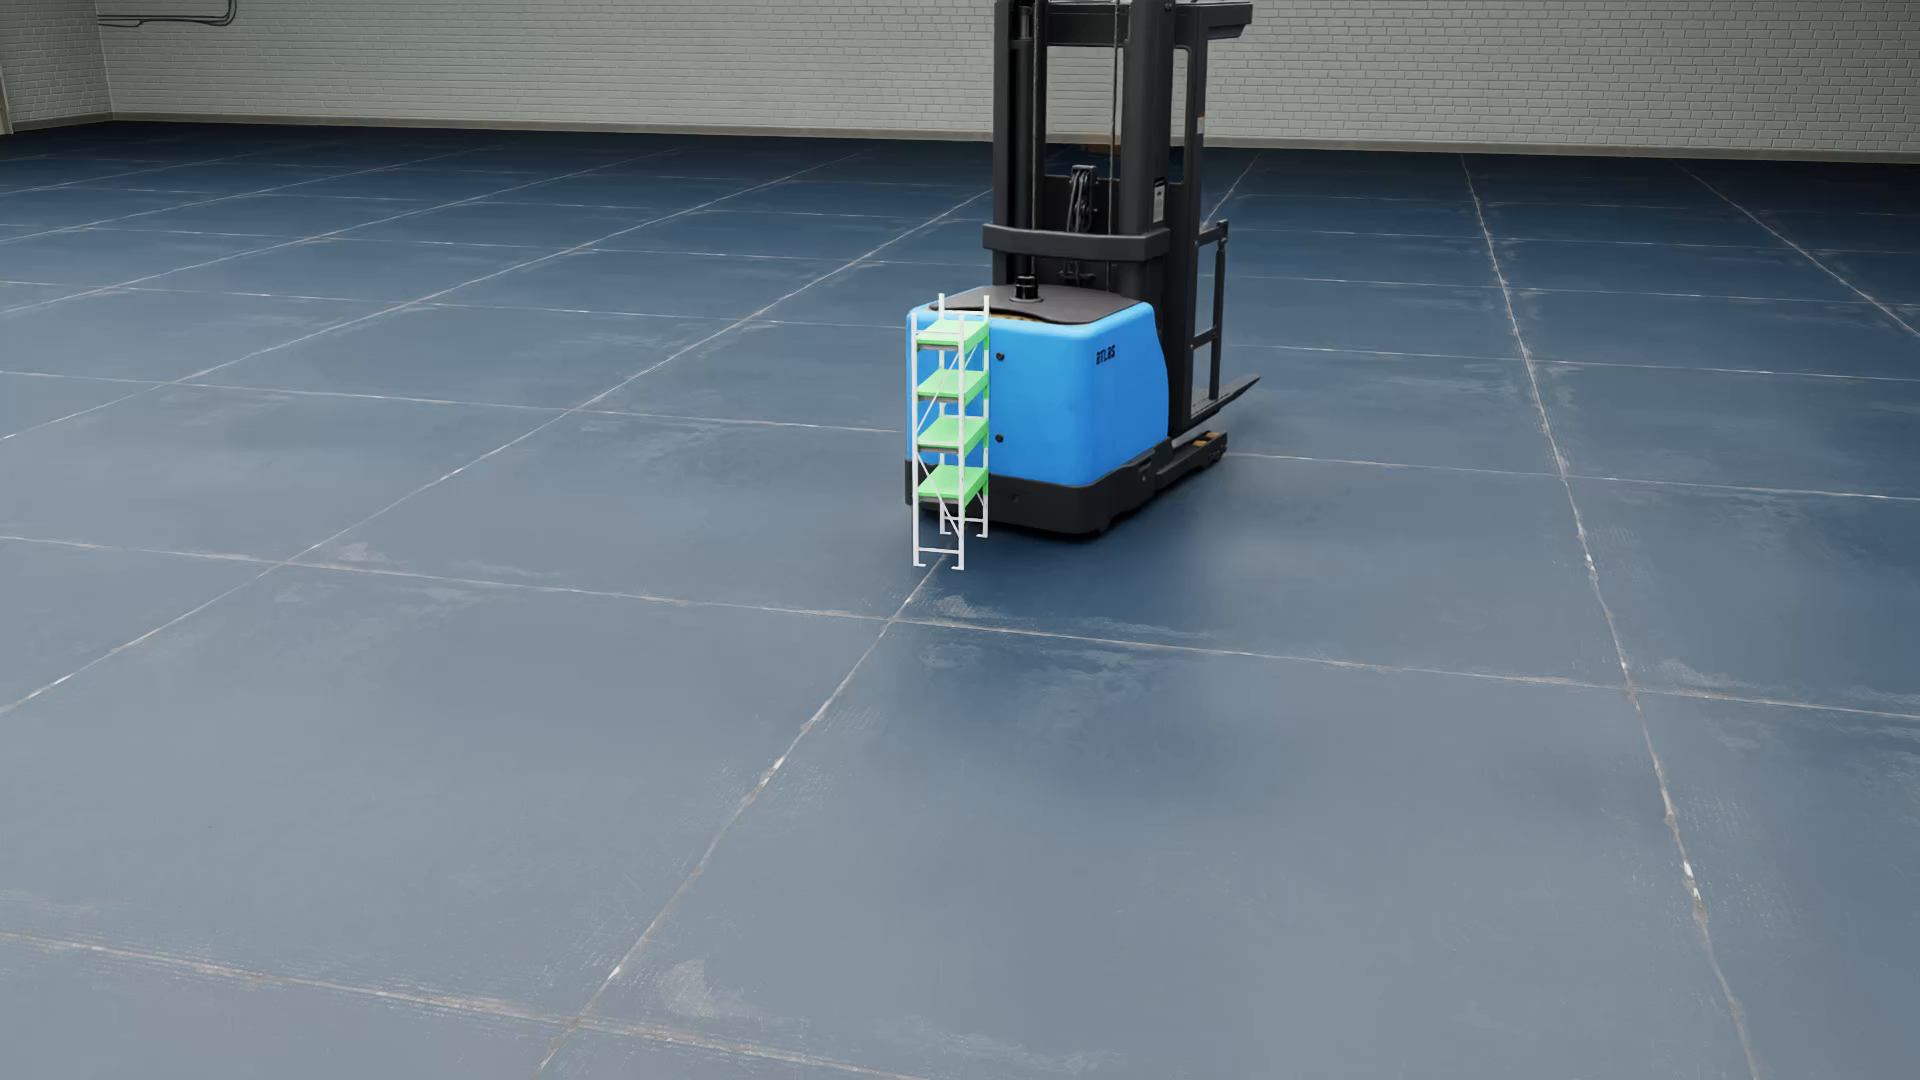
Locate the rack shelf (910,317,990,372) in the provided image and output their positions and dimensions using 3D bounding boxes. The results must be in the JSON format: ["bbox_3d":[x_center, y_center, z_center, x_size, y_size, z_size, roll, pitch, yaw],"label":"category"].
[{"bbox_3d":[-0.040,-0.910,7.707,0.258,0.148,0.480,5,19,13],"label":"rack shelf"}]

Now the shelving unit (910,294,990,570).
[{"bbox_3d":[-0.040,-0.516,7.842,0.258,1.200,0.503,5,19,13],"label":"shelving unit"}]

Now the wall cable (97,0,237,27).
[{"bbox_3d":[-14.562,-10.586,30.062,3.097,2.526,0.112,5,19,13],"label":"wall cable"}]

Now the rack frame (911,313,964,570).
[{"bbox_3d":[-0.100,-0.439,7.618,0.240,1.200,0.015,5,19,13],"label":"rack frame"}]

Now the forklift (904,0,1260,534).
[{"bbox_3d":[0.874,-1.845,9.054,1.130,2.935,3.031,10,21,27],"label":"forklift"}]

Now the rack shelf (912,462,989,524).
[{"bbox_3d":[-0.040,-0.228,7.940,0.258,0.148,0.480,5,19,13],"label":"rack shelf"}]

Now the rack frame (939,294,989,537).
[{"bbox_3d":[0.019,-0.592,8.066,0.240,1.200,0.015,5,19,13],"label":"rack frame"}]

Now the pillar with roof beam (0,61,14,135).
[{"bbox_3d":[-12.390,-10.896,26.167,9.100,9.000,0.400,5,19,13],"label":"pillar with roof beam"}]

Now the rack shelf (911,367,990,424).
[{"bbox_3d":[-0.040,-0.683,7.785,0.258,0.148,0.480,5,19,13],"label":"rack shelf"}]

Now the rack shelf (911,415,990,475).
[{"bbox_3d":[-0.040,-0.455,7.862,0.258,0.148,0.480,5,19,13],"label":"rack shelf"}]
